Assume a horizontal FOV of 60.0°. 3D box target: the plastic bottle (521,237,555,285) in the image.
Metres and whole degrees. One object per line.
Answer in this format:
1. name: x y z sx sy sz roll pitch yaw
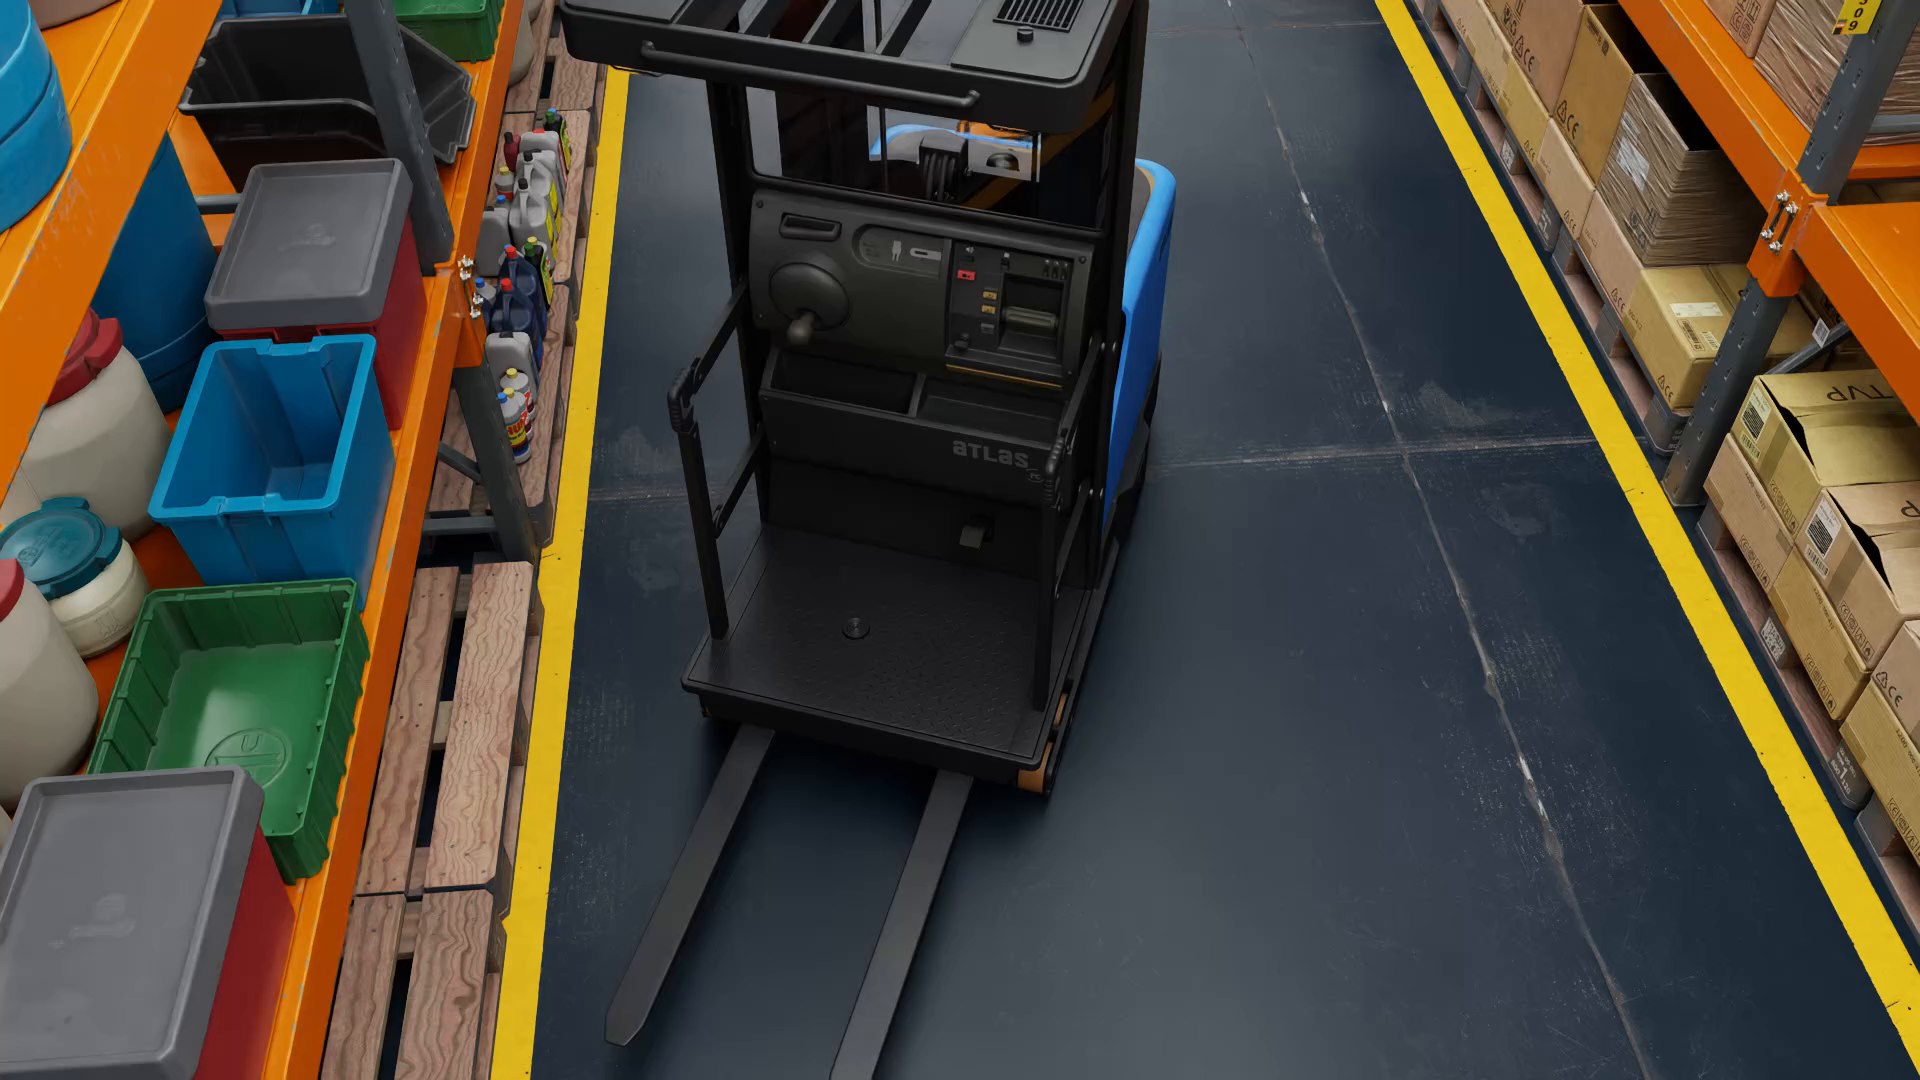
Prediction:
1. plastic bottle: -1.606 -1.058 6.311 0.097 0.201 0.097 0 47 0

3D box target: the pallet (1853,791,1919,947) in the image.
1. pallet: 3.207 1.159 4.507 1.003 0.211 1.213 -3 47 -3

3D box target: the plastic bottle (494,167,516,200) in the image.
1. plastic bottle: -1.797 -1.393 6.627 0.097 0.201 0.097 0 47 0

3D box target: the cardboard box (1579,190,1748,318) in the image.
1. cardboard box: 2.712 -1.099 6.330 0.500 0.250 0.500 -3 47 -3

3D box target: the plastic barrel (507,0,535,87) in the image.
1. plastic barrel: -2.097 -2.266 7.254 0.421 0.512 0.421 0 47 0

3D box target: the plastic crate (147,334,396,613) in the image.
1. plastic crate: -1.533 -0.133 3.821 0.392 0.384 0.575 -3 47 -3

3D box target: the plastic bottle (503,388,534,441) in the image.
1. plastic bottle: -1.534 -0.437 5.722 0.097 0.201 0.097 0 47 0

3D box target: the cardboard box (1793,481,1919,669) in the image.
1. cardboard box: 2.824 0.069 4.837 0.500 0.311 0.500 -4 47 -4

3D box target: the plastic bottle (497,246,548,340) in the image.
1. plastic bottle: -1.605 -0.903 6.061 0.144 0.351 0.185 -5 47 -5

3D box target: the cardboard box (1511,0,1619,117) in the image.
1. cardboard box: 2.612 -2.080 6.742 0.500 0.500 0.500 -3 47 -3

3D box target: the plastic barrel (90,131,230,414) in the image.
1. plastic barrel: -2.205 -0.792 4.089 0.600 0.901 0.708 -3 47 -3

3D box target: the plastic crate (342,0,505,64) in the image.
1. plastic crate: -1.768 -1.844 5.576 0.450 0.188 0.662 -3 47 -3

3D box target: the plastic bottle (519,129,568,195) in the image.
1. plastic bottle: -1.686 -1.540 6.715 0.152 0.276 0.135 -3 47 -3

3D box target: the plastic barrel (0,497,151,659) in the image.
1. plastic barrel: -1.977 0.097 3.687 0.301 0.262 0.301 0 47 0

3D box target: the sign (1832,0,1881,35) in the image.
1. sign: 2.448 -1.506 4.459 0.100 0.325 0.005 -3 47 -3

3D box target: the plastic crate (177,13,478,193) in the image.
1. plastic crate: -1.852 -1.282 4.941 0.767 0.338 0.504 -3 47 -3

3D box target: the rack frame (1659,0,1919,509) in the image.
1. rack frame: 3.001 -1.216 4.835 1.000 3.000 0.127 -3 47 -3

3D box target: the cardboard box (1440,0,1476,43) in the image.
1. cardboard box: 2.535 -2.546 7.699 0.500 0.250 0.500 -3 47 -3

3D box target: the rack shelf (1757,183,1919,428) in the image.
1. rack shelf: 3.168 0.479 3.726 1.077 0.370 4.000 -3 47 -3

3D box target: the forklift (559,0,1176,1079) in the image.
1. forklift: -0.172 -0.570 4.271 1.130 2.935 3.031 12 48 11

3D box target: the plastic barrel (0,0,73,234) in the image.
1. plastic barrel: -1.567 -0.820 2.049 0.600 0.901 0.708 -3 47 -3

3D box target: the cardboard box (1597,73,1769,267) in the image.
1. cardboard box: 2.714 -1.357 6.057 0.500 0.500 0.500 -3 47 -3

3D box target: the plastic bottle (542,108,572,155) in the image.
1. plastic bottle: -1.680 -1.698 6.917 0.097 0.201 0.097 0 47 0

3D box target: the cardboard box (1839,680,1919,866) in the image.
1. cardboard box: 2.875 0.637 4.685 0.500 0.250 0.500 -5 47 -5

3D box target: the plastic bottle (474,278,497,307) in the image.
1. plastic bottle: -1.722 -0.837 6.053 0.097 0.271 0.097 0 47 0

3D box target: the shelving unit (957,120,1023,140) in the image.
1. shelving unit: 0.091 -1.162 6.121 0.215 1.050 0.252 -1 47 -4

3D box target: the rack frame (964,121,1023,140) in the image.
1. rack frame: 0.098 -1.073 6.038 0.200 1.050 0.008 -1 47 -4

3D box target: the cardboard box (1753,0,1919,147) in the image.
1. cardboard box: 2.957 -1.571 5.103 0.700 0.500 0.500 -5 47 -4

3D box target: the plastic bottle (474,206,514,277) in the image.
1. plastic bottle: -1.786 -1.158 6.354 0.152 0.276 0.135 -3 47 -3

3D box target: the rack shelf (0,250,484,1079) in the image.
1. rack shelf: -1.768 0.777 3.444 1.077 0.370 4.000 -3 47 -3

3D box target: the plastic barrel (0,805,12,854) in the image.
1. plastic barrel: -1.976 0.585 3.036 0.433 0.535 0.433 0 47 0

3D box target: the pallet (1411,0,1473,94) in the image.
1. pallet: 2.772 -2.600 8.067 1.003 0.211 1.213 -3 47 -3

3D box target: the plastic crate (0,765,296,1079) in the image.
1. plastic crate: -1.431 0.767 2.914 0.402 0.464 0.583 -3 47 -3

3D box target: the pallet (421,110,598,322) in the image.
1. pallet: -2.055 -1.332 6.866 1.003 0.211 1.213 -3 47 -3

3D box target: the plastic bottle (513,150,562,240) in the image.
1. plastic bottle: -1.656 -1.346 6.480 0.144 0.351 0.185 -2 47 -2

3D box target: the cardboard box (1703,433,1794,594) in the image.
1. cardboard box: 2.788 -0.108 5.391 0.500 0.250 0.500 -5 47 -4

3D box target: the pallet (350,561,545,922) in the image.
1. pallet: -1.831 0.607 5.029 1.003 0.211 1.213 -3 47 -3

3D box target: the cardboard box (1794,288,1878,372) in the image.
1. cardboard box: 3.264 -0.769 6.016 0.500 0.250 0.500 -3 47 -3

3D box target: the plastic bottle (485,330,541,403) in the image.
1. plastic bottle: -1.580 -0.621 5.846 0.152 0.276 0.135 -2 47 -2

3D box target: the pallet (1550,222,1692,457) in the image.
1. pallet: 2.976 -0.835 6.395 1.003 0.211 1.213 -3 47 -3

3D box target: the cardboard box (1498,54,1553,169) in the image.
1. cardboard box: 2.613 -1.822 7.014 0.500 0.250 0.500 -3 47 -3
